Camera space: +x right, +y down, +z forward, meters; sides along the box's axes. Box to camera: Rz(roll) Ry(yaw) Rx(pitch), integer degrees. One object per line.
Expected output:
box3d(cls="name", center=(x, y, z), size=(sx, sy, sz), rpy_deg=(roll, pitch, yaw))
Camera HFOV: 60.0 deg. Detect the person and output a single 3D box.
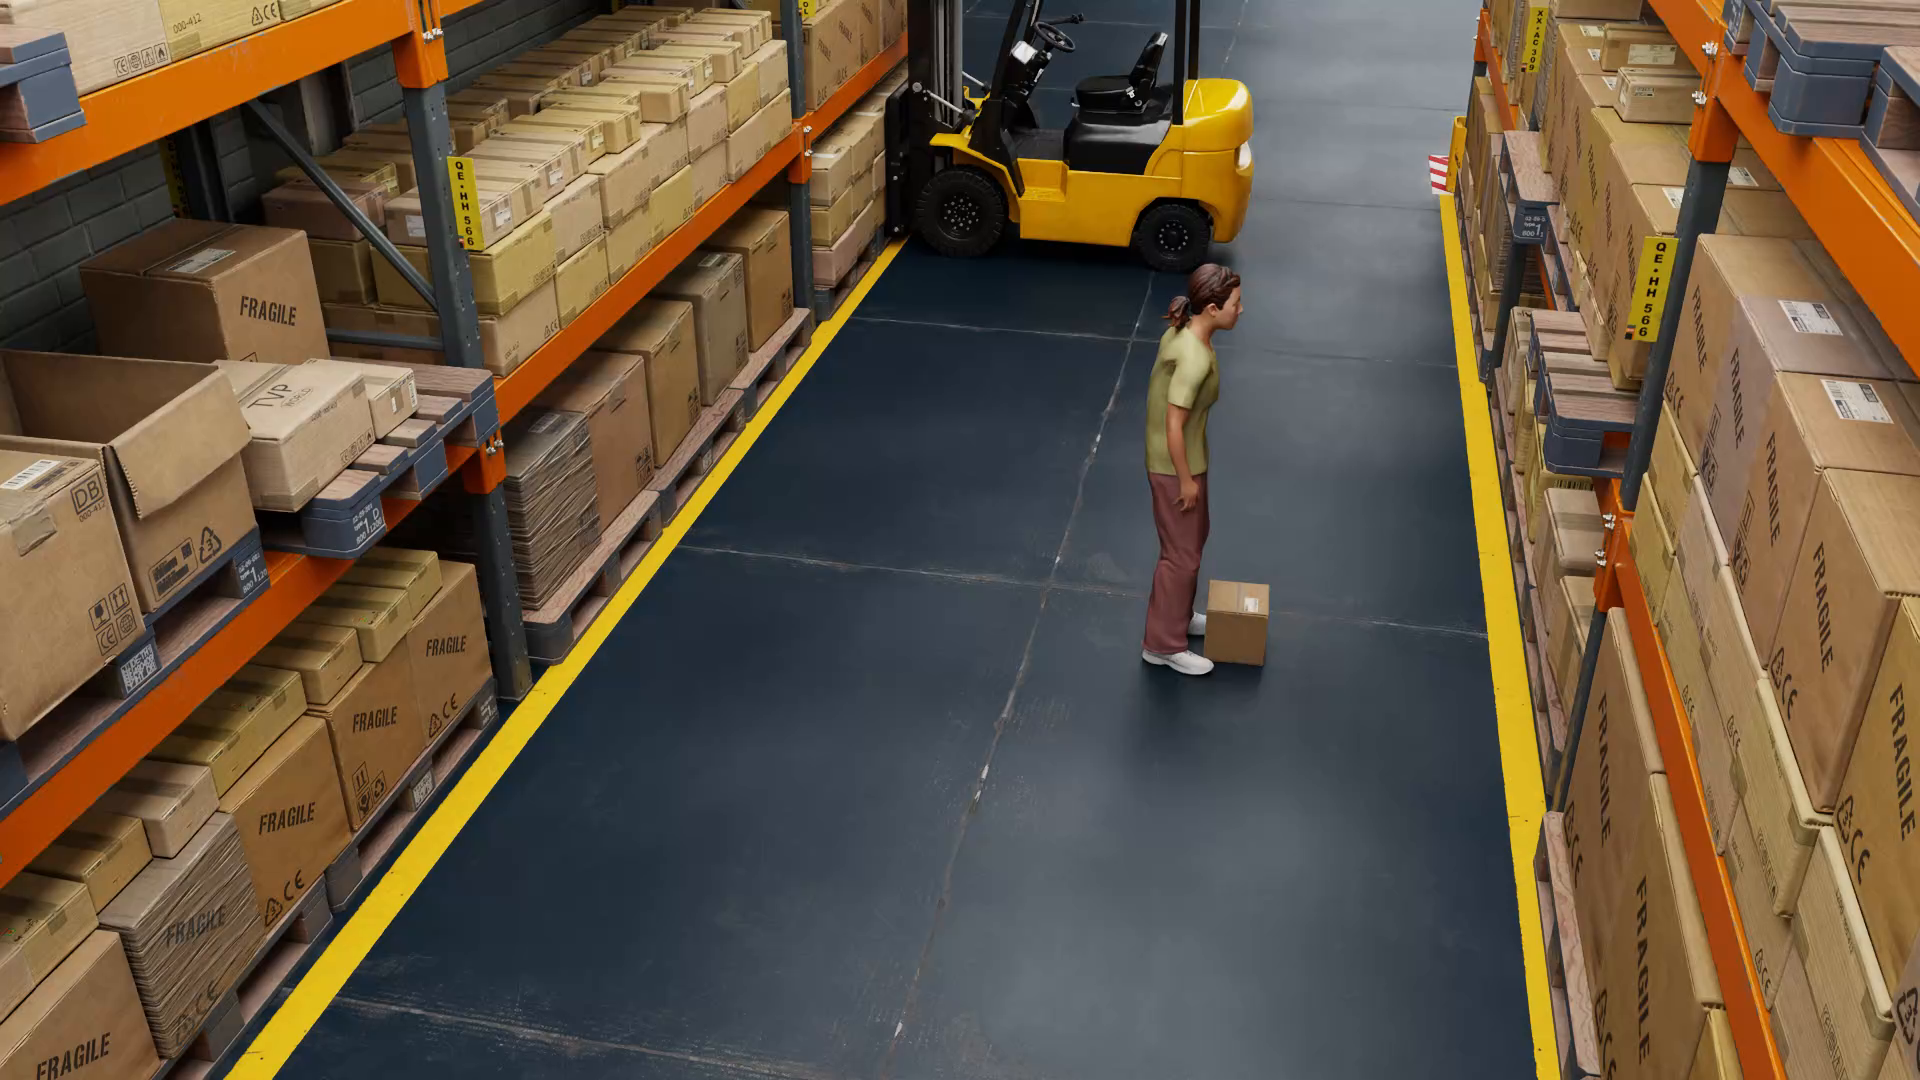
box3d(cls="person", center=(0.917, -0.298, 6.668), size=(0.364, 1.671, 0.521), rpy_deg=(4, 29, 8))
